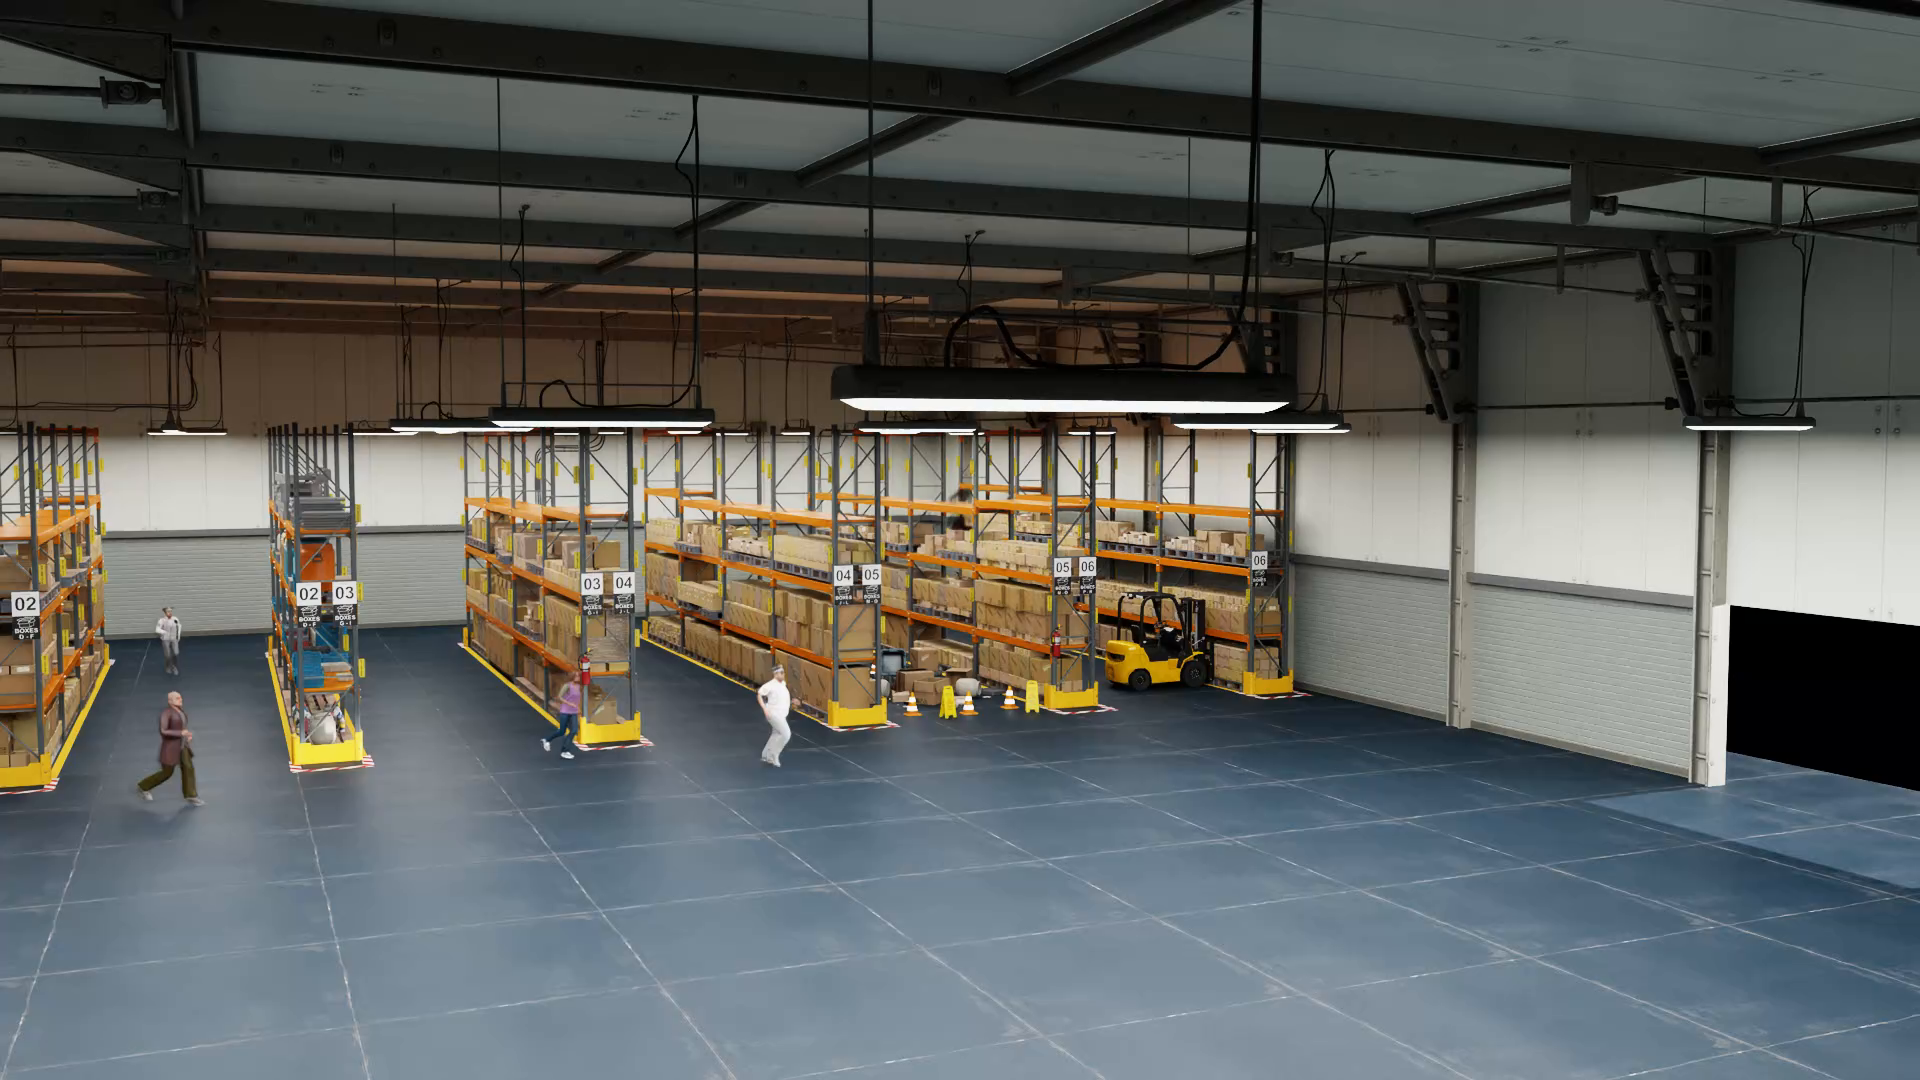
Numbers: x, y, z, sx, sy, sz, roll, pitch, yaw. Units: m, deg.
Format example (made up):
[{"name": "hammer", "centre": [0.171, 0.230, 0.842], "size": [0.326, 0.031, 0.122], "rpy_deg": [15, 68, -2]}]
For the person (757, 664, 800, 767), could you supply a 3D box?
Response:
[{"name": "person", "centre": [-3.167, 3.077, 29.125], "size": [0.724, 1.811, 0.653], "rpy_deg": [1, 4, 15]}]

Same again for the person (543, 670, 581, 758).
[{"name": "person", "centre": [-7.111, 3.125, 30.070], "size": [0.759, 1.535, 0.595], "rpy_deg": [2, 4, 32]}]

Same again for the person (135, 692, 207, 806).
[{"name": "person", "centre": [-12.280, 3.254, 25.892], "size": [1.047, 1.797, 0.718], "rpy_deg": [0, 4, 6]}]

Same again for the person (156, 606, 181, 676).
[{"name": "person", "centre": [-19.086, 2.438, 40.160], "size": [0.602, 1.711, 0.678], "rpy_deg": [-2, 4, -34]}]
